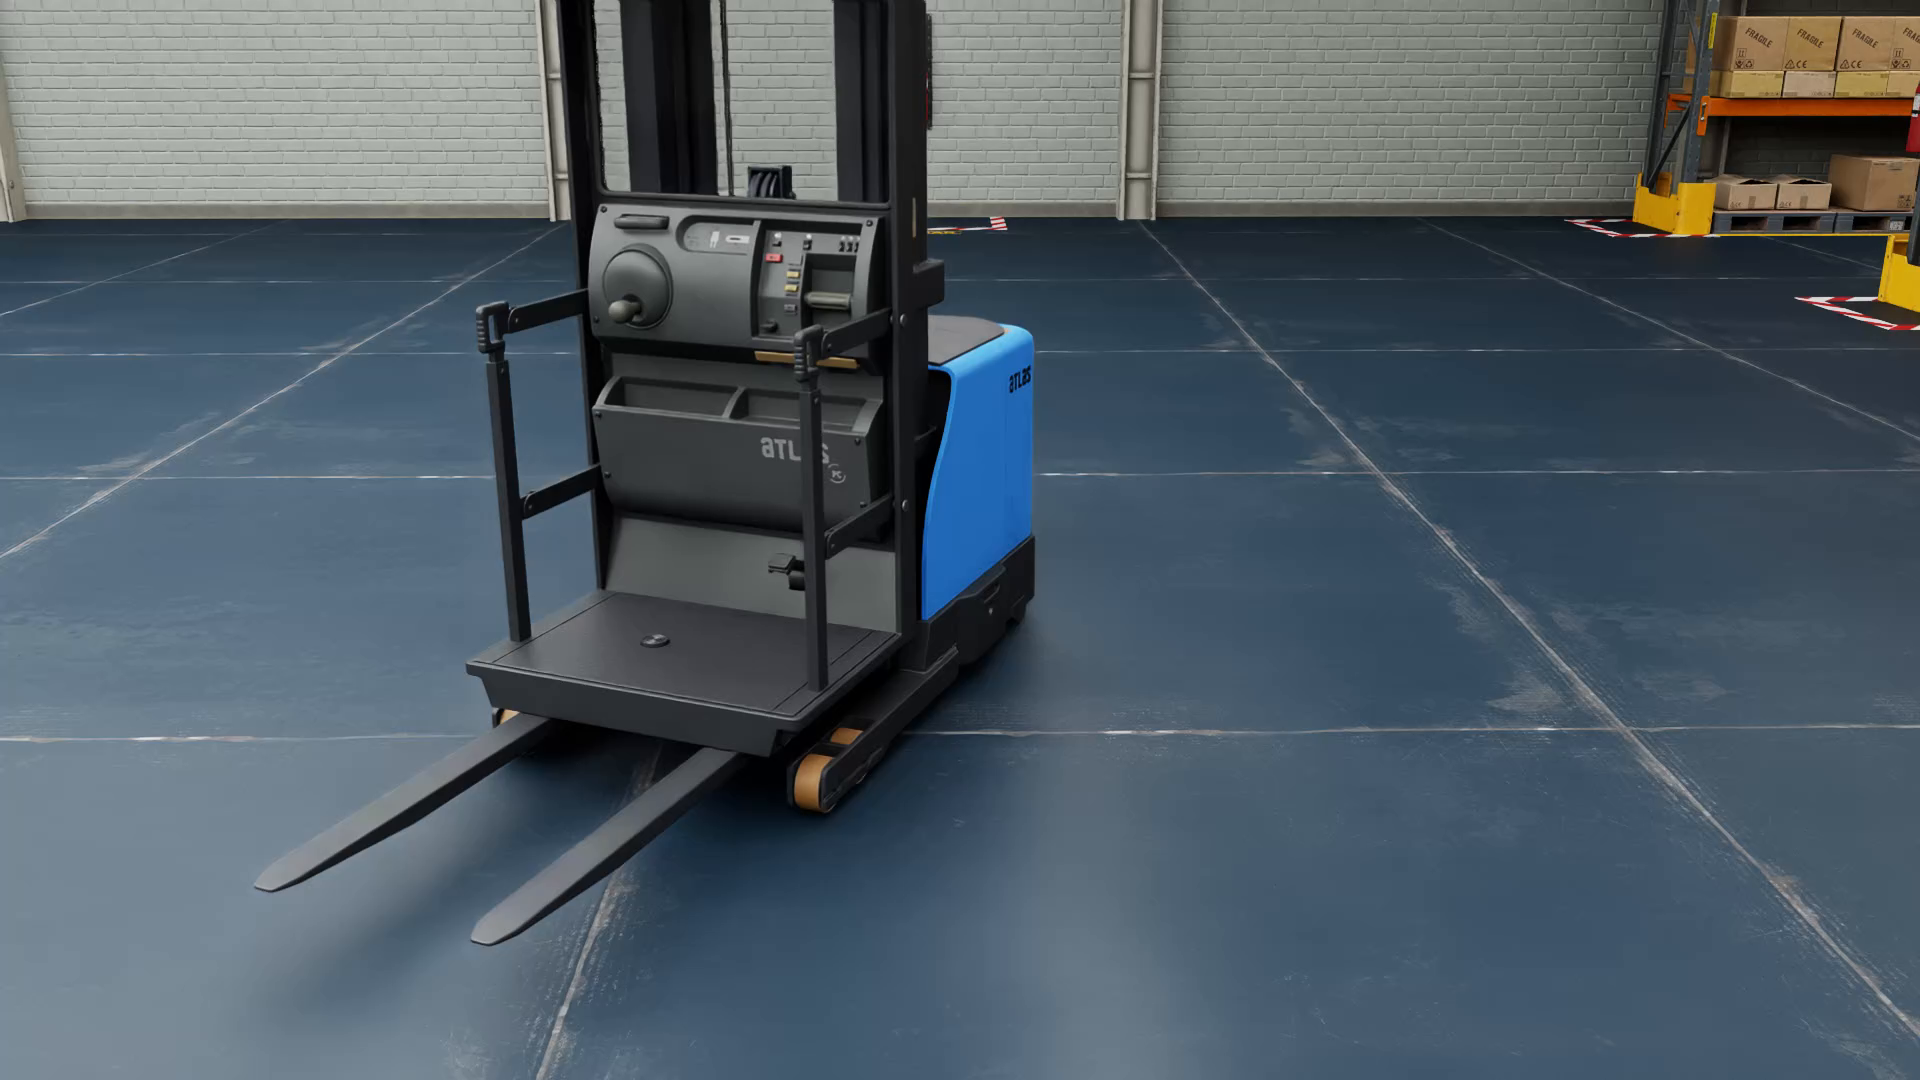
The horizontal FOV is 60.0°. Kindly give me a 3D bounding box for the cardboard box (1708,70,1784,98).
[{"bbox_3d":[7.682,-4.469,16.283,0.500,0.250,0.500,-1,18,-2],"label":"cardboard box"}]

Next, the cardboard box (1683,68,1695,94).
[{"bbox_3d":[7.653,-4.626,16.769,0.500,0.250,0.500,0,18,0],"label":"cardboard box"}]

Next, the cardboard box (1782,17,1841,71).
[{"bbox_3d":[8.165,-4.831,16.182,0.500,0.500,0.500,0,18,-1],"label":"cardboard box"}]

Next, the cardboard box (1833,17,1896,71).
[{"bbox_3d":[8.682,-4.832,16.184,0.500,0.500,0.500,-1,18,-3],"label":"cardboard box"}]

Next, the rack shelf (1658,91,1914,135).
[{"bbox_3d":[9.189,-4.293,16.698,4.000,0.370,1.077,0,18,-1],"label":"rack shelf"}]

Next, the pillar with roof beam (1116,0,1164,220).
[{"bbox_3d":[1.944,-6.406,12.286,0.400,9.000,9.100,0,18,-1],"label":"pillar with roof beam"}]

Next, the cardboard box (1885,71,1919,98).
[{"bbox_3d":[9.216,-4.479,16.311,0.500,0.250,0.500,0,18,0],"label":"cardboard box"}]

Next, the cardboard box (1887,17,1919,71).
[{"bbox_3d":[9.198,-4.838,16.203,0.500,0.500,0.500,0,18,1],"label":"cardboard box"}]

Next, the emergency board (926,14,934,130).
[{"bbox_3d":[-0.596,-4.864,17.301,0.643,1.169,0.194,0,18,-1],"label":"emergency board"}]

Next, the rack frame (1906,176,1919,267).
[{"bbox_3d":[7.271,-3.113,11.841,0.127,3.000,1.000,0,18,-1],"label":"rack frame"}]

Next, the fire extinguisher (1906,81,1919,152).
[{"bbox_3d":[7.145,-3.218,12.294,0.183,0.674,0.296,0,18,-1],"label":"fire extinguisher"}]

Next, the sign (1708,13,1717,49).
[{"bbox_3d":[7.198,-4.872,15.909,0.005,0.325,0.100,0,18,-1],"label":"sign"}]

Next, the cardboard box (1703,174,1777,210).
[{"bbox_3d":[7.882,-3.531,16.826,0.500,0.311,0.500,-2,18,-7],"label":"cardboard box"}]

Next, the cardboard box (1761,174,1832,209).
[{"bbox_3d":[8.452,-3.534,16.834,0.500,0.311,0.500,1,18,4],"label":"cardboard box"}]

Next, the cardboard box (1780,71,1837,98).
[{"bbox_3d":[8.201,-4.476,16.304,0.500,0.250,0.500,-1,18,-3],"label":"cardboard box"}]

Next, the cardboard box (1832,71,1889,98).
[{"bbox_3d":[8.710,-4.477,16.306,0.500,0.250,0.500,-1,18,-2],"label":"cardboard box"}]

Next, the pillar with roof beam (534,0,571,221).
[{"bbox_3d":[-4.055,-6.377,12.196,0.400,9.000,9.100,0,18,-1],"label":"pillar with roof beam"}]

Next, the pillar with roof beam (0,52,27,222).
[{"bbox_3d":[-10.055,-6.349,12.106,0.400,9.000,9.100,0,18,-1],"label":"pillar with roof beam"}]

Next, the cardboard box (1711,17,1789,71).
[{"bbox_3d":[7.671,-4.832,16.184,0.500,0.500,0.500,0,18,-1],"label":"cardboard box"}]

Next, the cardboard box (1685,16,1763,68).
[{"bbox_3d":[7.657,-4.988,16.672,0.500,0.500,0.500,0,18,-1],"label":"cardboard box"}]

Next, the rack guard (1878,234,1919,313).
[{"bbox_3d":[7.247,-1.923,12.223,0.348,0.500,1.175,0,18,-1],"label":"rack guard"}]

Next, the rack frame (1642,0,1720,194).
[{"bbox_3d":[7.189,-4.626,16.558,0.127,3.000,1.000,0,18,-1],"label":"rack frame"}]

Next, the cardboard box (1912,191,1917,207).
[{"bbox_3d":[9.589,-3.496,16.981,0.250,0.149,0.380,-2,18,-5],"label":"cardboard box"}]

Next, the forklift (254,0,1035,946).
[{"bbox_3d":[-0.750,-0.776,4.667,1.130,2.935,3.031,7,19,21],"label":"forklift"}]

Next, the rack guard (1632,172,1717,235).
[{"bbox_3d":[7.265,-3.436,16.941,0.348,0.500,1.175,0,18,-1],"label":"rack guard"}]

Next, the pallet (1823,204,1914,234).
[{"bbox_3d":[9.294,-3.297,16.979,1.213,0.211,1.003,0,18,-1],"label":"pallet"}]

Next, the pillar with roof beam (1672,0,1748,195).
[{"bbox_3d":[7.943,-6.435,12.377,0.400,9.000,9.100,0,18,-1],"label":"pillar with roof beam"}]

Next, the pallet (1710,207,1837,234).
[{"bbox_3d":[8.078,-3.292,16.963,1.213,0.211,1.003,0,18,-1],"label":"pallet"}]

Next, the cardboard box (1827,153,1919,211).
[{"bbox_3d":[9.186,-3.612,16.769,0.500,0.500,0.700,-1,18,-4],"label":"cardboard box"}]
